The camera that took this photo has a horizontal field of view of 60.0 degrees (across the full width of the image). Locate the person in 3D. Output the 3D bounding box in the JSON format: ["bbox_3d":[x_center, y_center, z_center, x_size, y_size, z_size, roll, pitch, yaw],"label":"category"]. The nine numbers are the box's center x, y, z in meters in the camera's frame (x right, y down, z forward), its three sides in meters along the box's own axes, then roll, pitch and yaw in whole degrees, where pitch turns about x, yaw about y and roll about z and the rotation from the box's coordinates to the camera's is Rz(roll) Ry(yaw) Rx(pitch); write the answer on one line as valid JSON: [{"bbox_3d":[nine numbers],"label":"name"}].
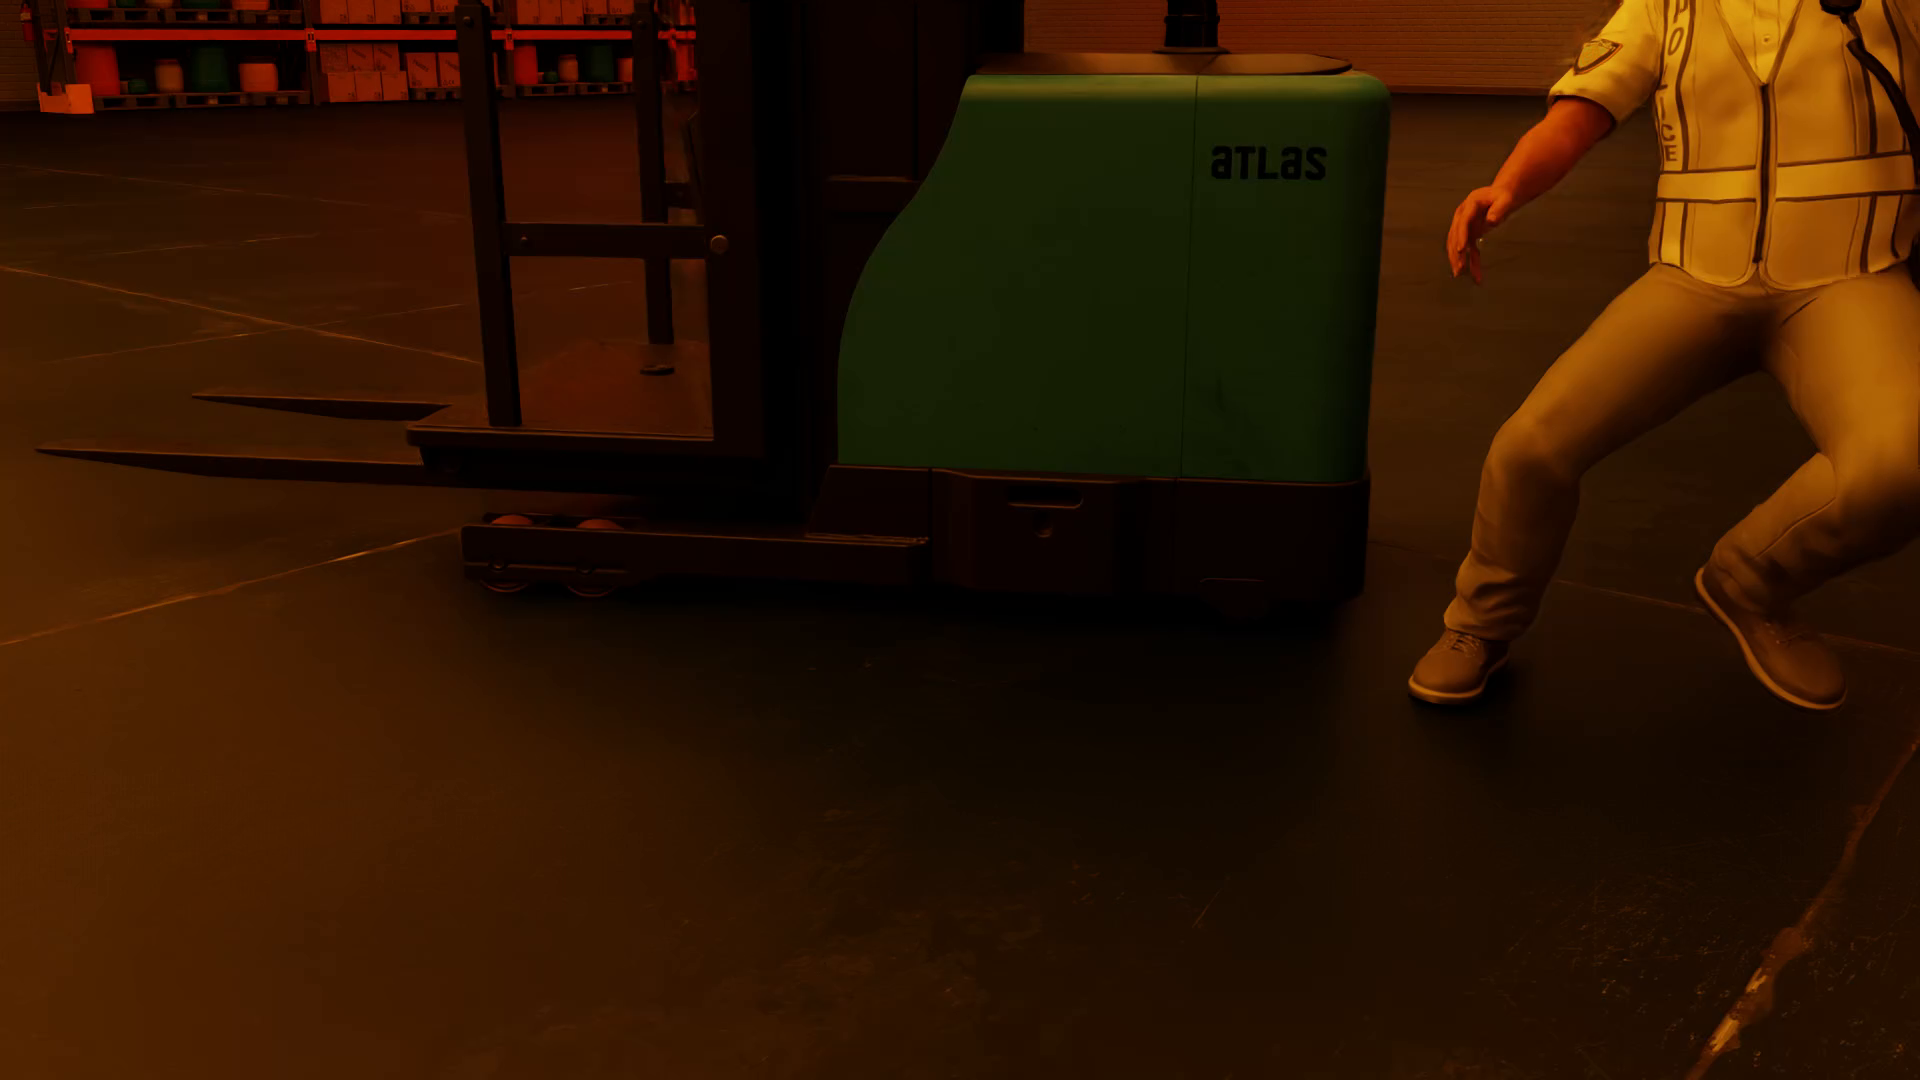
[{"bbox_3d":[1.221,-0.438,2.653,0.840,1.574,0.760,13,21,36],"label":"person"}]

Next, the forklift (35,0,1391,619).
[{"bbox_3d":[-0.613,-1.427,3.596,3.031,2.935,1.130,3,17,9],"label":"forklift"}]
